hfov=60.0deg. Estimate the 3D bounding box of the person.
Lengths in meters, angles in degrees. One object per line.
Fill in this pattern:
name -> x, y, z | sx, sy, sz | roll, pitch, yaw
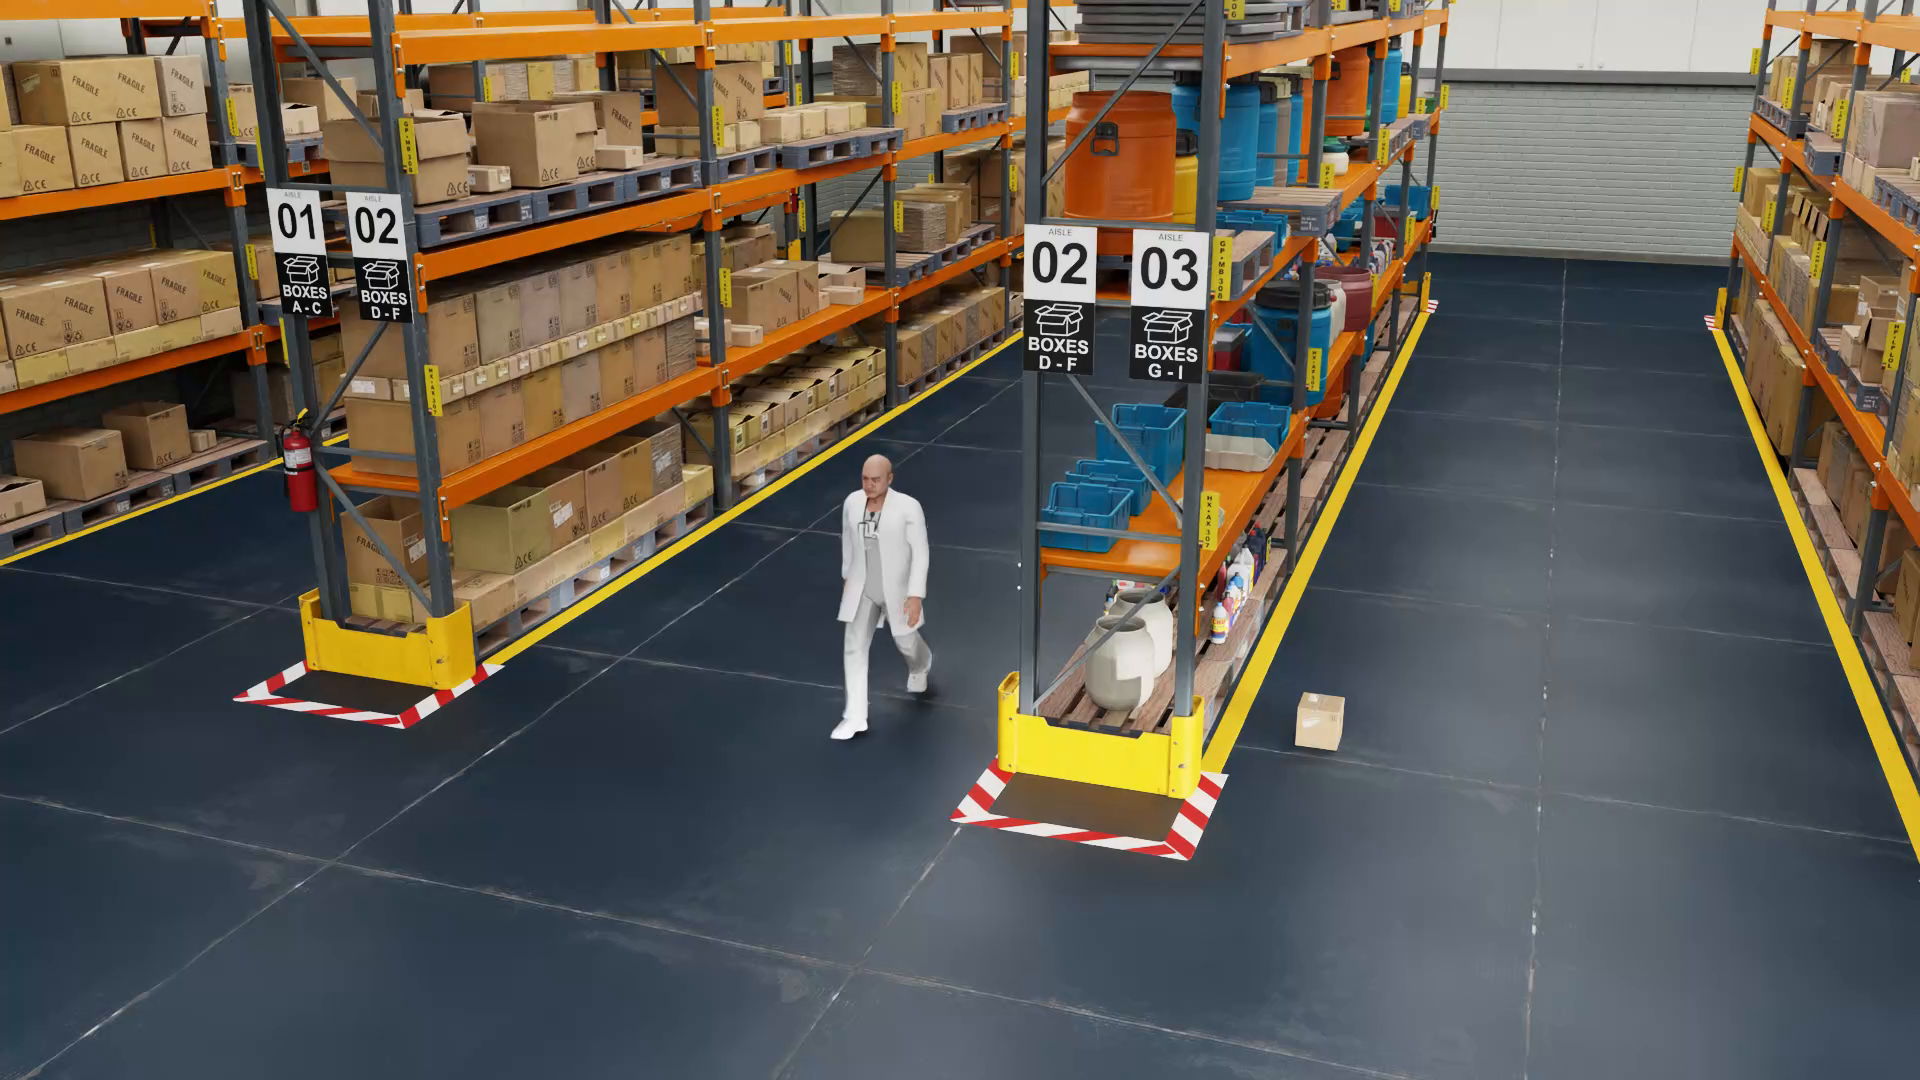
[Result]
person -> -0.462, 0.286, 10.244 | 0.635, 1.737, 1.123 | 5, 19, 16
